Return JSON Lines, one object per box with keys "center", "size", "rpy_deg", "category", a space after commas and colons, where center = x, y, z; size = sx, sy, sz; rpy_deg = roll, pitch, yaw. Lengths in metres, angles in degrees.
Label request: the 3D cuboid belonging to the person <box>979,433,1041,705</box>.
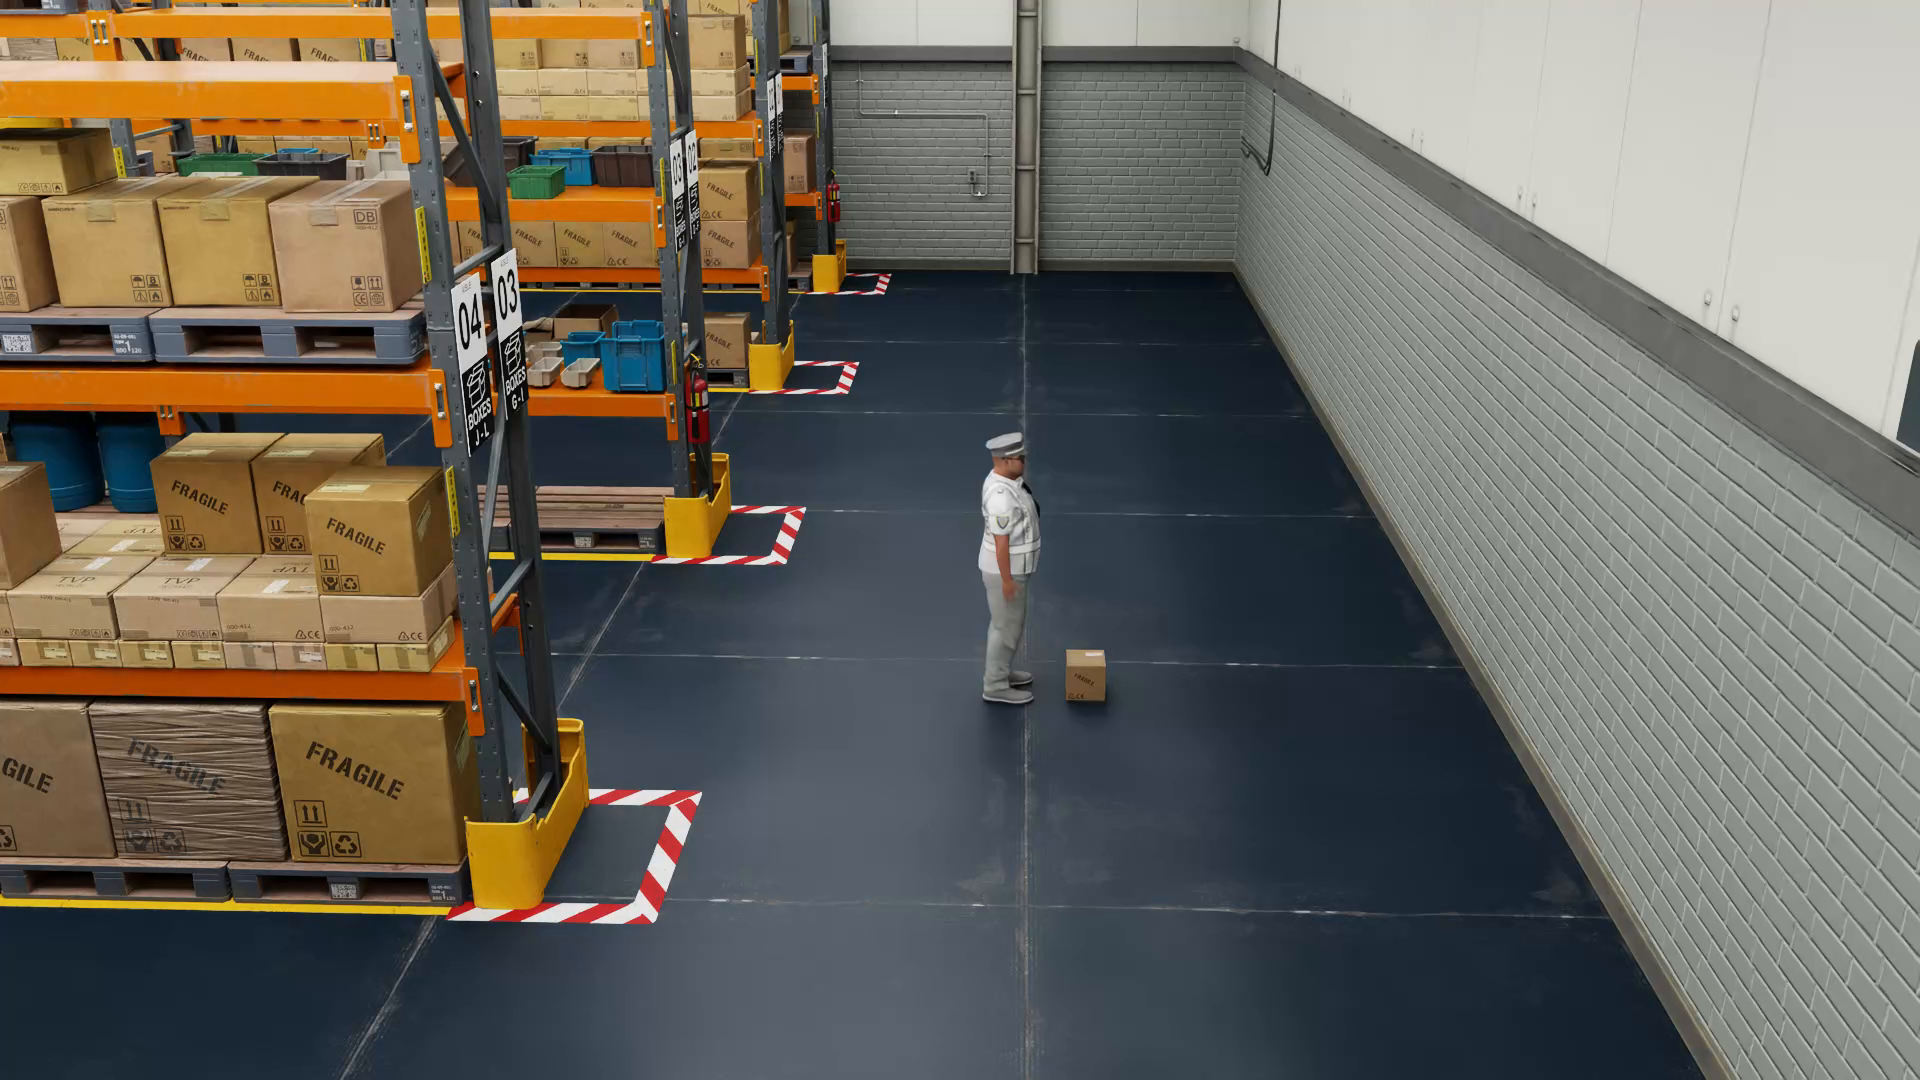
{"center": [0.317, 0.166, 10.619], "size": [0.395, 1.761, 0.527], "rpy_deg": [1, 21, 3], "category": "person"}
